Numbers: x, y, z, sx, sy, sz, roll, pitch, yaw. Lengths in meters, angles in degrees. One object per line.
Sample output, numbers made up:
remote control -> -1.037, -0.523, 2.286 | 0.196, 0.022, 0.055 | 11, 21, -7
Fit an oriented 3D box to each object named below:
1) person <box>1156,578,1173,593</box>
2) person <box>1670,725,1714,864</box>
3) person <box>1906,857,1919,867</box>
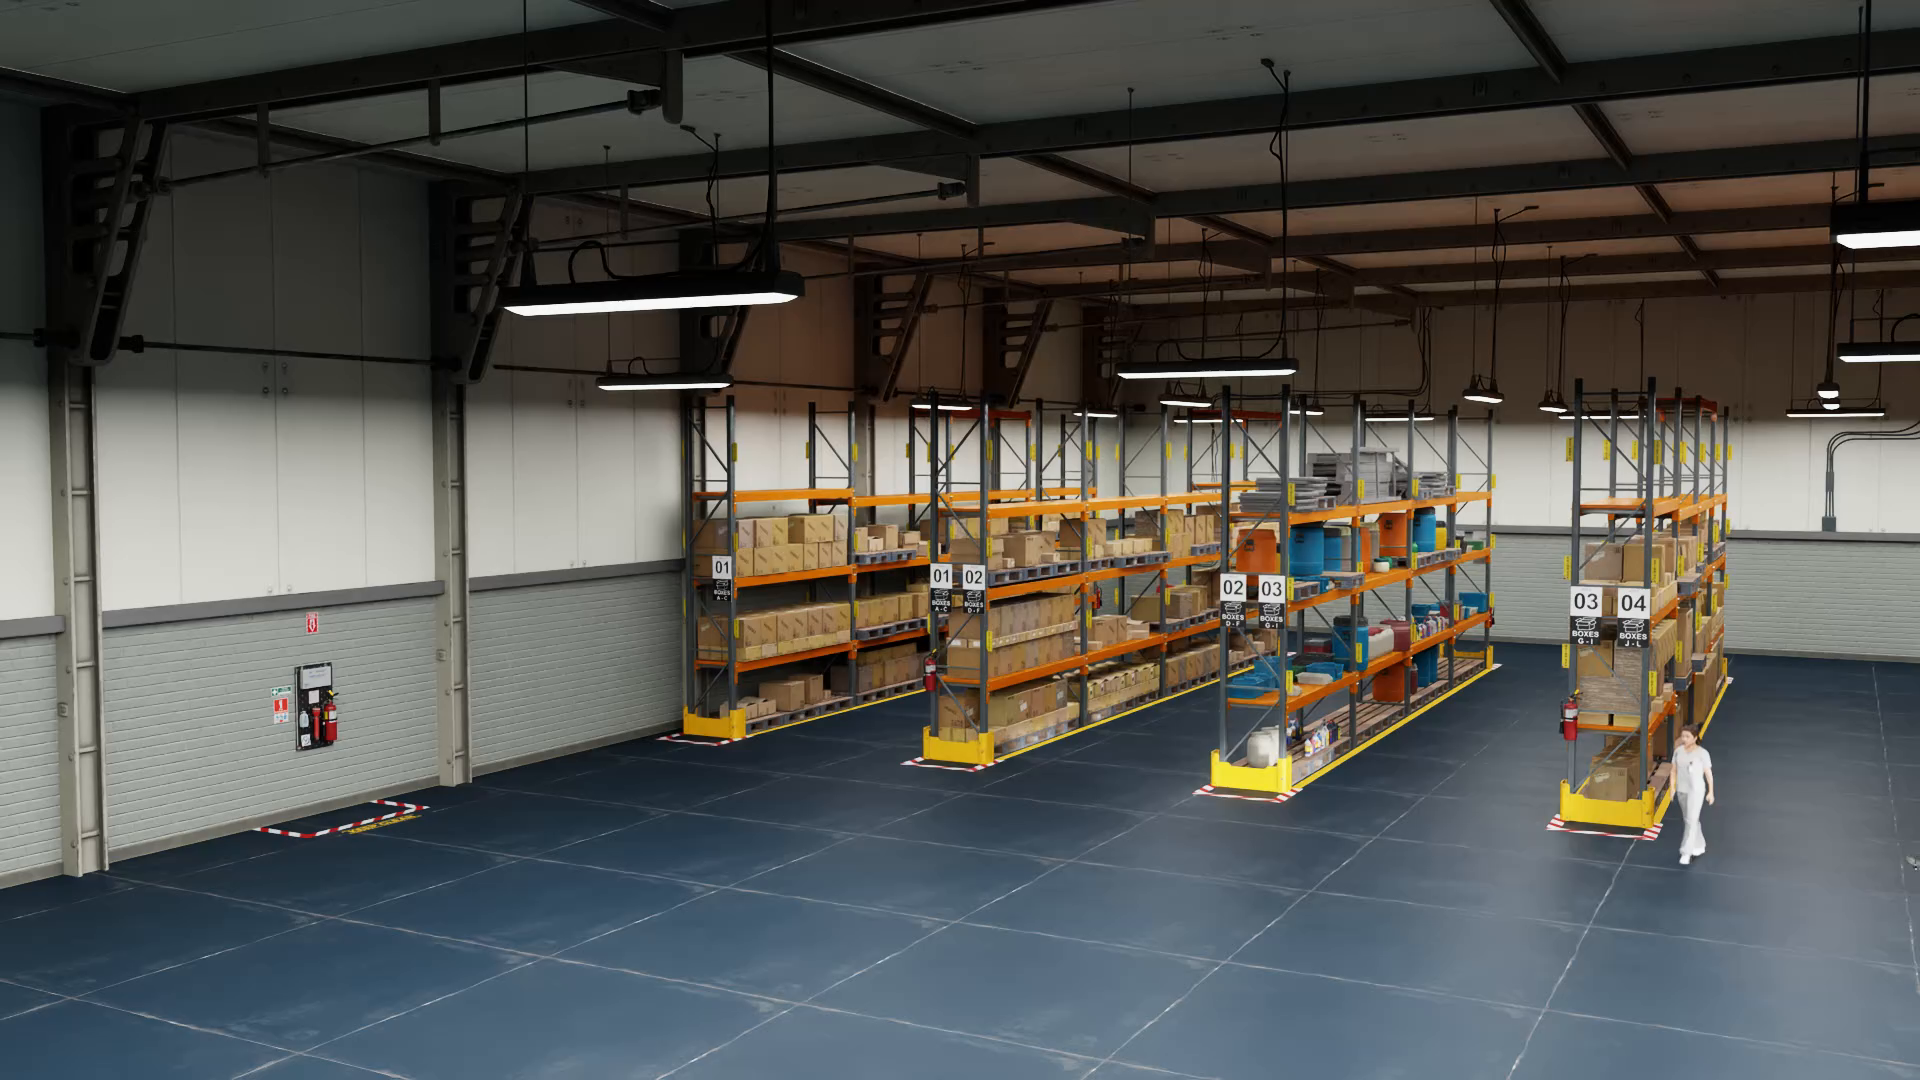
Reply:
person -> 5.663, 1.797, 45.481 | 0.515, 1.611, 1.074 | -2, 3, -31
person -> 8.908, 3.086, 20.354 | 0.911, 1.634, 0.508 | -2, 4, -35
person -> 11.844, 3.099, 19.659 | 0.648, 1.741, 1.086 | -3, 4, -42
